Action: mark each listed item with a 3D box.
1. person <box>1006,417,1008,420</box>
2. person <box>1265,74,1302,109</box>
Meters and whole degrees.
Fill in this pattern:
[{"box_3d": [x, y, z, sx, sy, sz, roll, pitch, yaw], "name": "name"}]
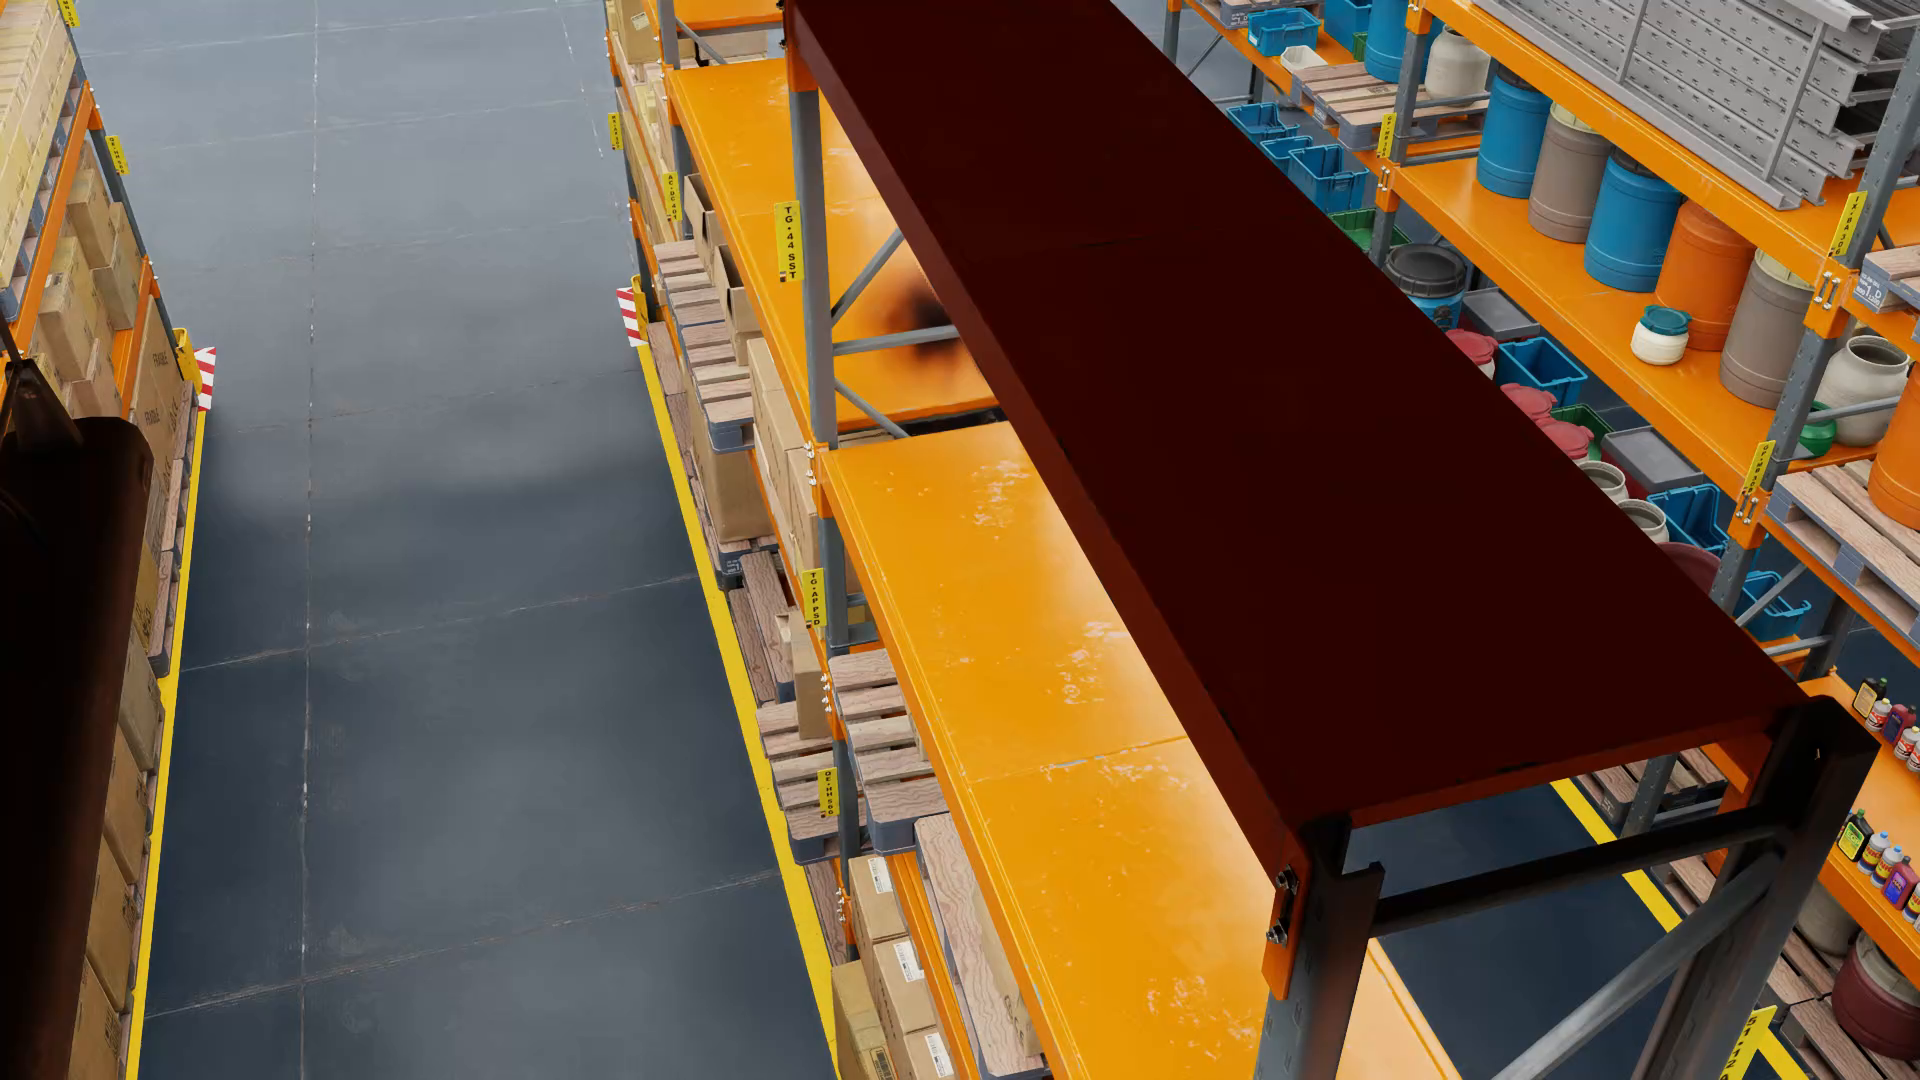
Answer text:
[{"box_3d": [0.614, -0.913, 12.581, 0.674, 1.721, 0.569, -12, 40, -15], "name": "person"}, {"box_3d": [3.663, -5.653, 18.554, 0.667, 1.735, 0.722, 9, 39, 11], "name": "person"}]
